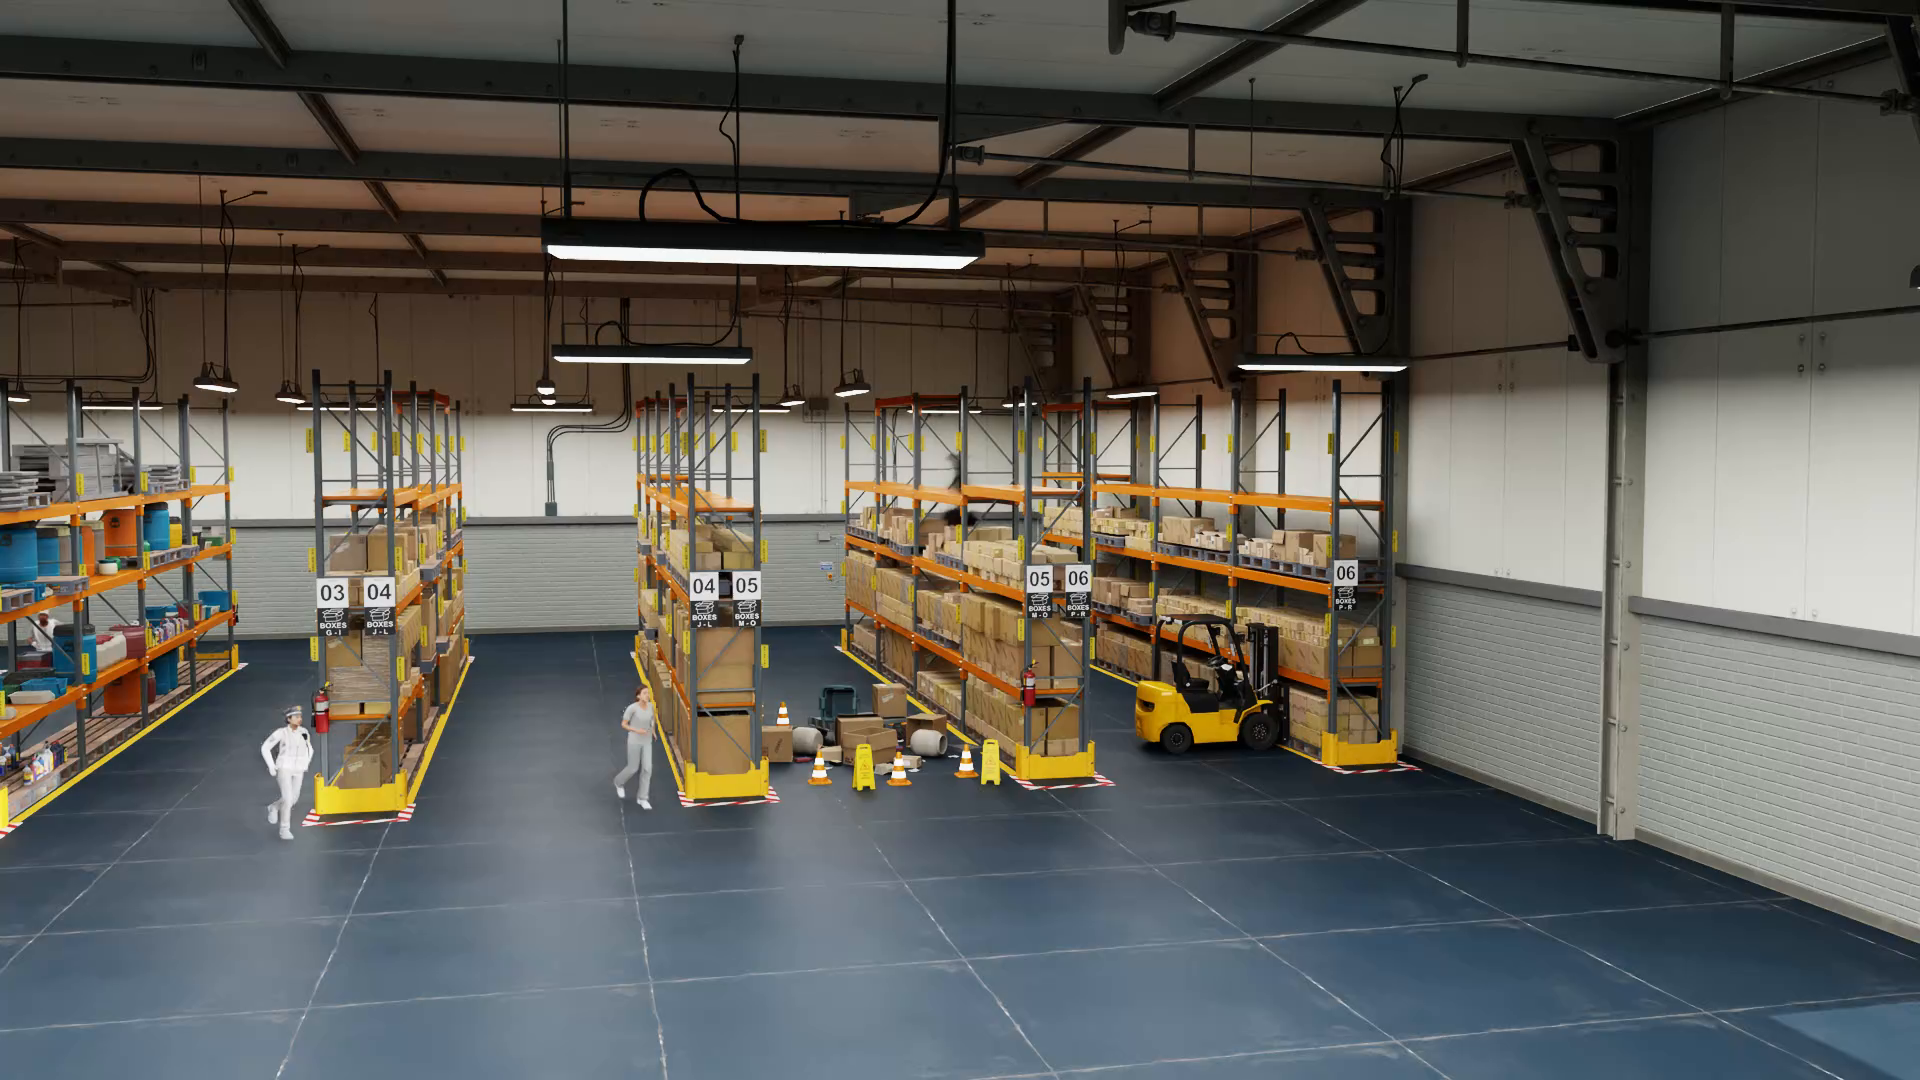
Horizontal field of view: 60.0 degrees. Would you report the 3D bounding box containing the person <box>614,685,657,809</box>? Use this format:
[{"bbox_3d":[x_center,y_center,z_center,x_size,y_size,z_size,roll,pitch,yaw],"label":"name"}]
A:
[{"bbox_3d":[-4.459,2.847,23.154,0.601,1.683,0.860,-3,4,-40],"label":"person"}]

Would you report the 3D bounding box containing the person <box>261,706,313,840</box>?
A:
[{"bbox_3d":[-8.628,2.969,21.382,0.692,1.674,0.666,3,4,39],"label":"person"}]

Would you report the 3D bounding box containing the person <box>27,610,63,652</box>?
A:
[{"bbox_3d":[-18.306,2.227,33.373,0.729,1.728,0.695,-1,4,-20],"label":"person"}]
